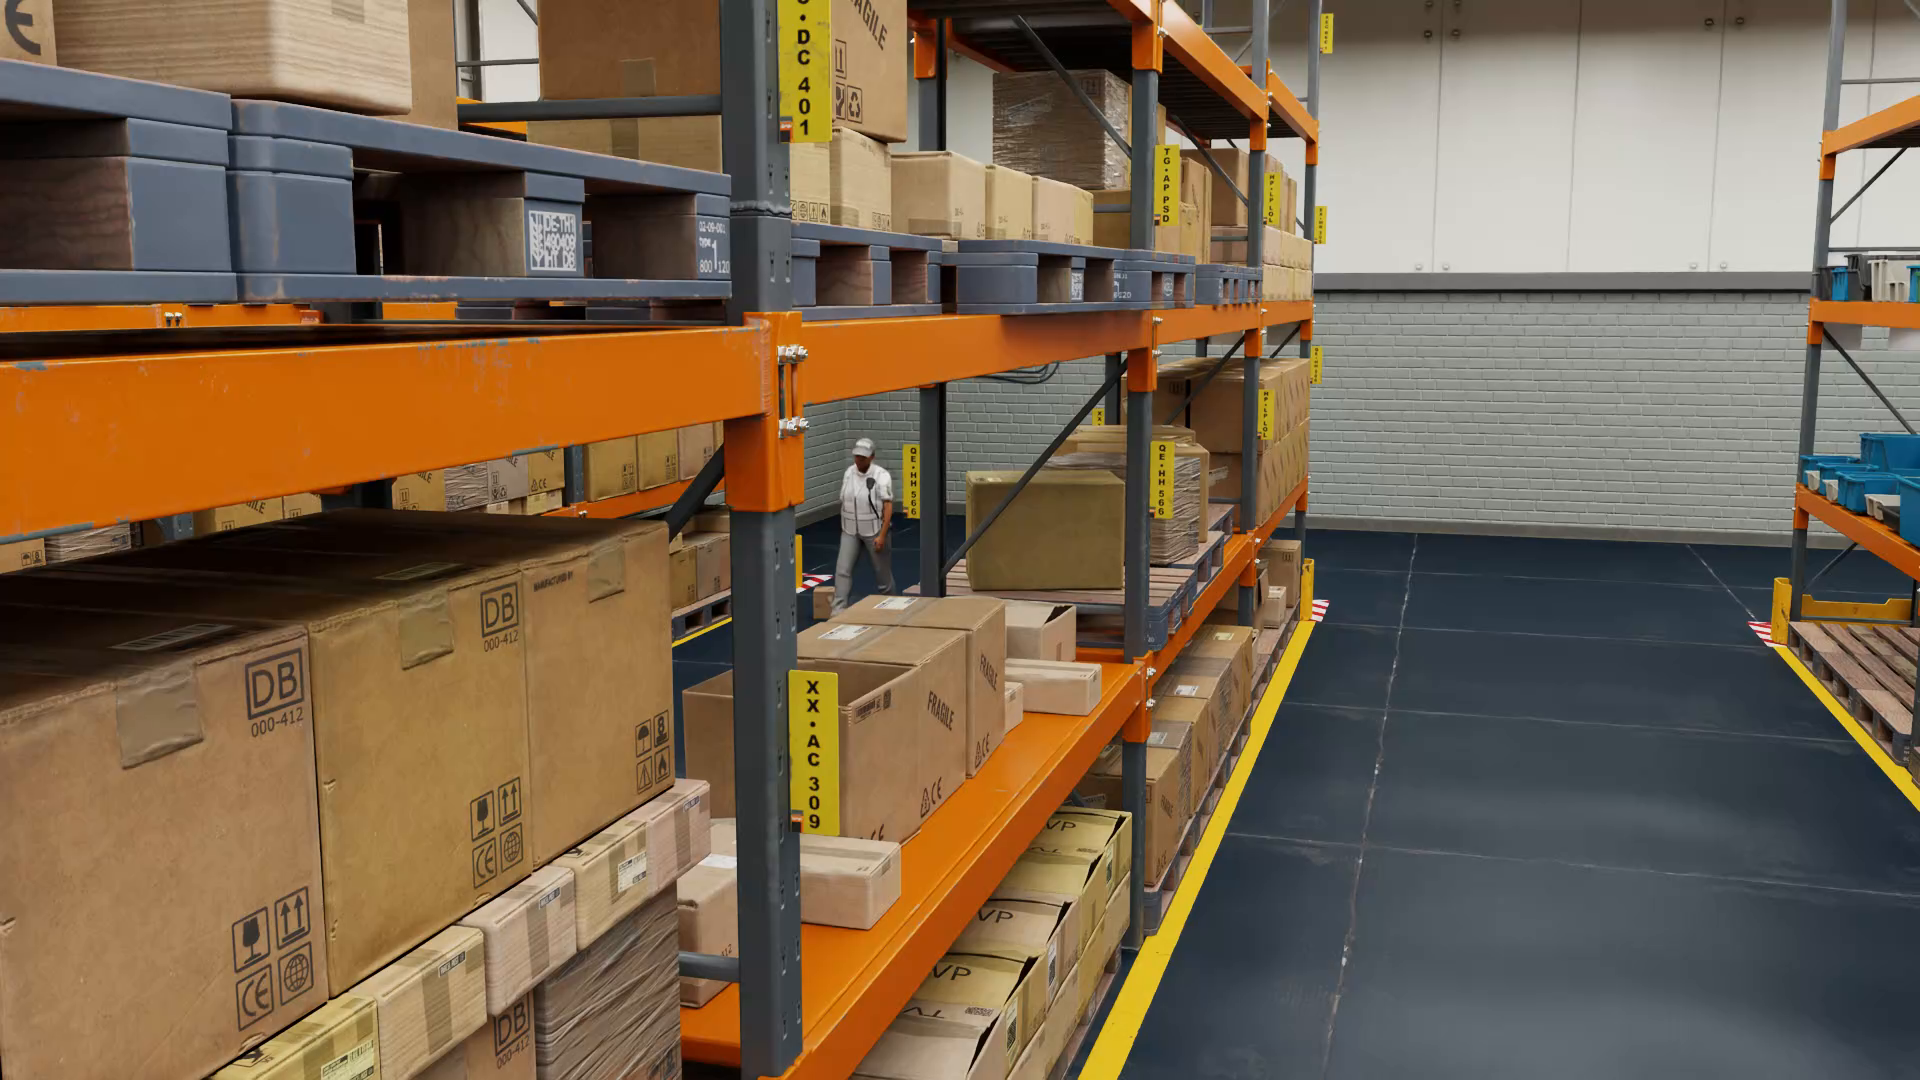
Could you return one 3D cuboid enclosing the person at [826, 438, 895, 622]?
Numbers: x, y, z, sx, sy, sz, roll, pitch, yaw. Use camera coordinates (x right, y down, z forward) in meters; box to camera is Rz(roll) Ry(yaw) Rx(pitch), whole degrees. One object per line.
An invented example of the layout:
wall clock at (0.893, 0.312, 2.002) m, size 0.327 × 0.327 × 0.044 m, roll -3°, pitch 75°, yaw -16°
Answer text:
person at (-0.835, -0.058, 14.180) m, size 0.572 × 1.639 × 0.822 m, roll 3°, pitch 9°, yaw 21°
